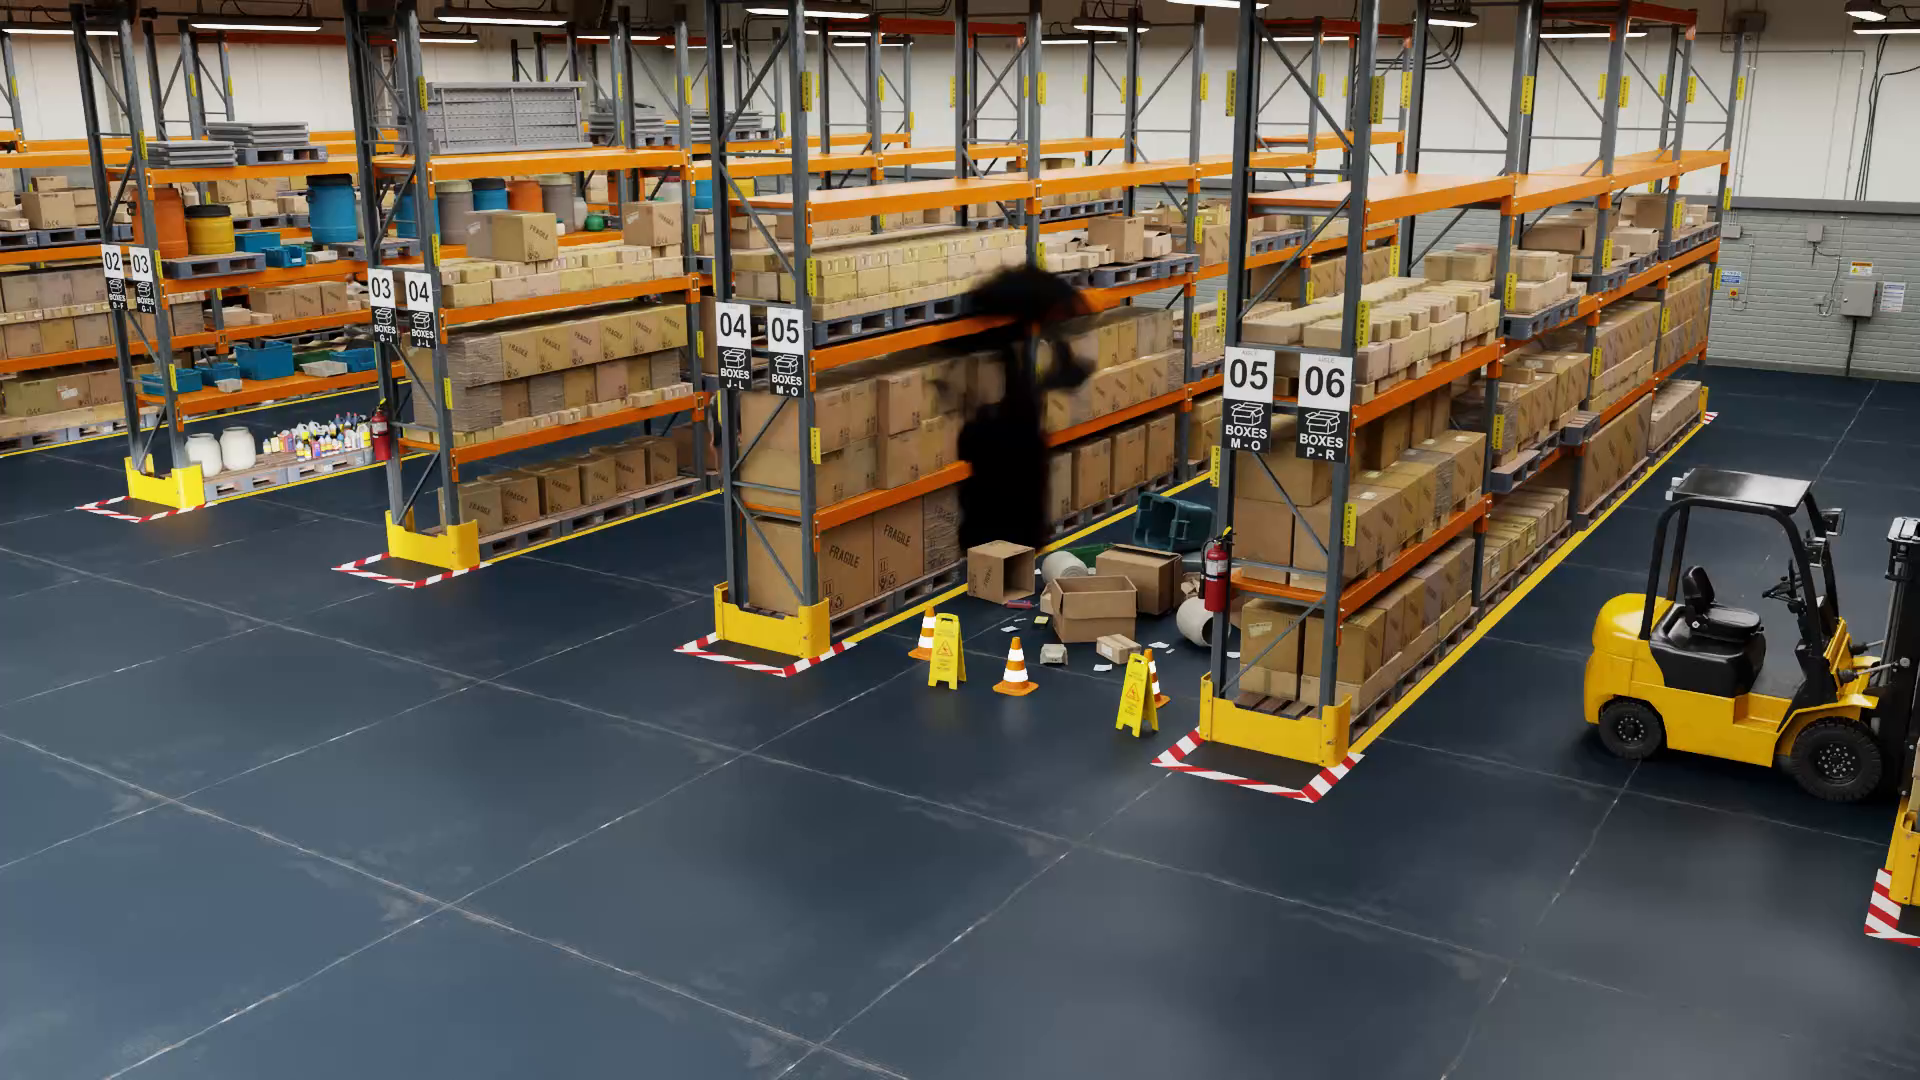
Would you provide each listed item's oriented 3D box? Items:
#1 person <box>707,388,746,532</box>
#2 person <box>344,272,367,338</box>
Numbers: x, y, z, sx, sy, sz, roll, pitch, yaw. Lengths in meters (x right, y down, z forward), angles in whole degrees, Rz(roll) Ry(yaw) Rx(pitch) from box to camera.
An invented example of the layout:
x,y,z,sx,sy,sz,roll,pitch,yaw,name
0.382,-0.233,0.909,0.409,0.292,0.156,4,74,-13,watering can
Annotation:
x,y,z,sx,sy,sz,roll,pitch,yaw,name
-2.522,-1.013,18.646,0.660,1.753,0.699,3,16,11,person
-11.696,-4.395,31.984,0.558,1.631,0.556,9,18,30,person
